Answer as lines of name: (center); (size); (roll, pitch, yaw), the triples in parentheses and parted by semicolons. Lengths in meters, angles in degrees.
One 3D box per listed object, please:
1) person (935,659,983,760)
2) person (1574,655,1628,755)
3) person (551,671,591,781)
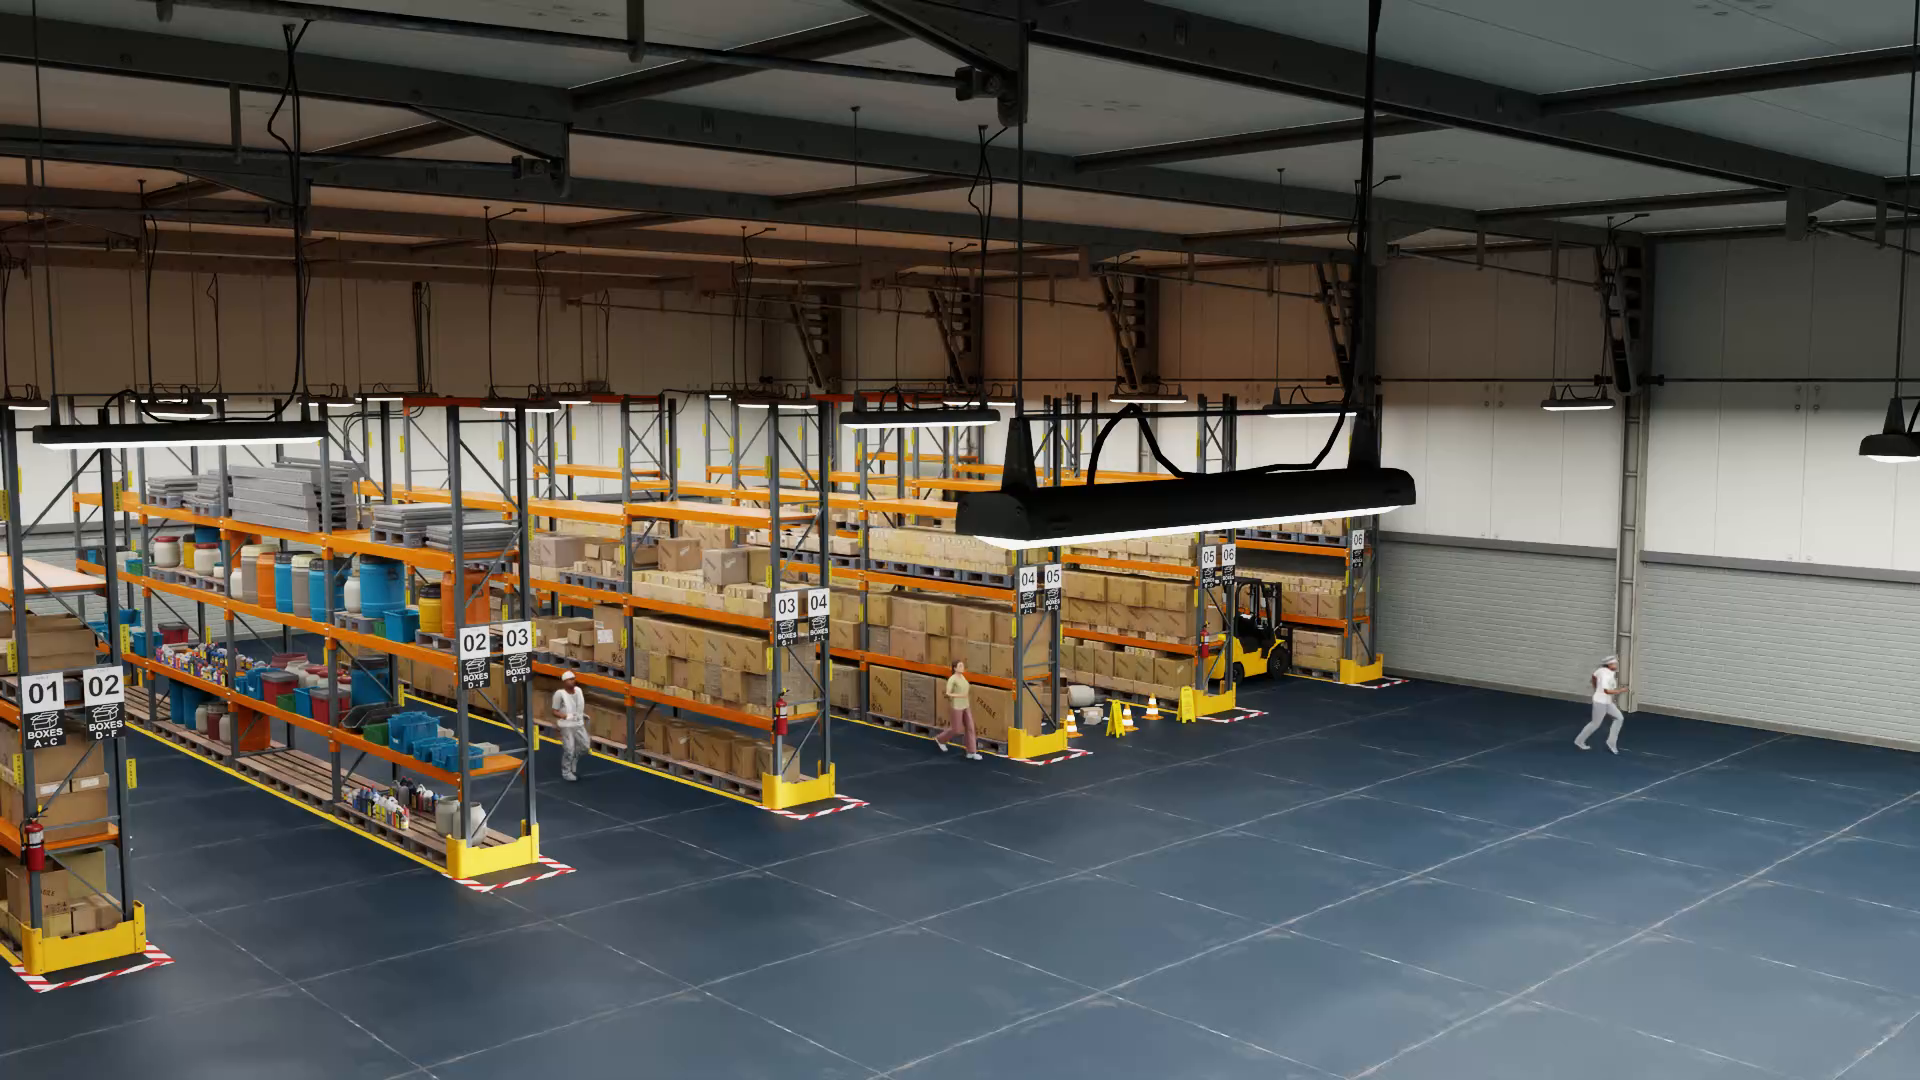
person: (-0.009, 2.802, 27.704); (0.939, 1.642, 0.582); (4, 7, 38)
person: (10.860, 2.780, 28.164); (0.831, 1.721, 0.599); (3, 6, 25)
person: (-6.089, 2.931, 26.192); (0.583, 1.739, 0.678); (5, 7, 41)
